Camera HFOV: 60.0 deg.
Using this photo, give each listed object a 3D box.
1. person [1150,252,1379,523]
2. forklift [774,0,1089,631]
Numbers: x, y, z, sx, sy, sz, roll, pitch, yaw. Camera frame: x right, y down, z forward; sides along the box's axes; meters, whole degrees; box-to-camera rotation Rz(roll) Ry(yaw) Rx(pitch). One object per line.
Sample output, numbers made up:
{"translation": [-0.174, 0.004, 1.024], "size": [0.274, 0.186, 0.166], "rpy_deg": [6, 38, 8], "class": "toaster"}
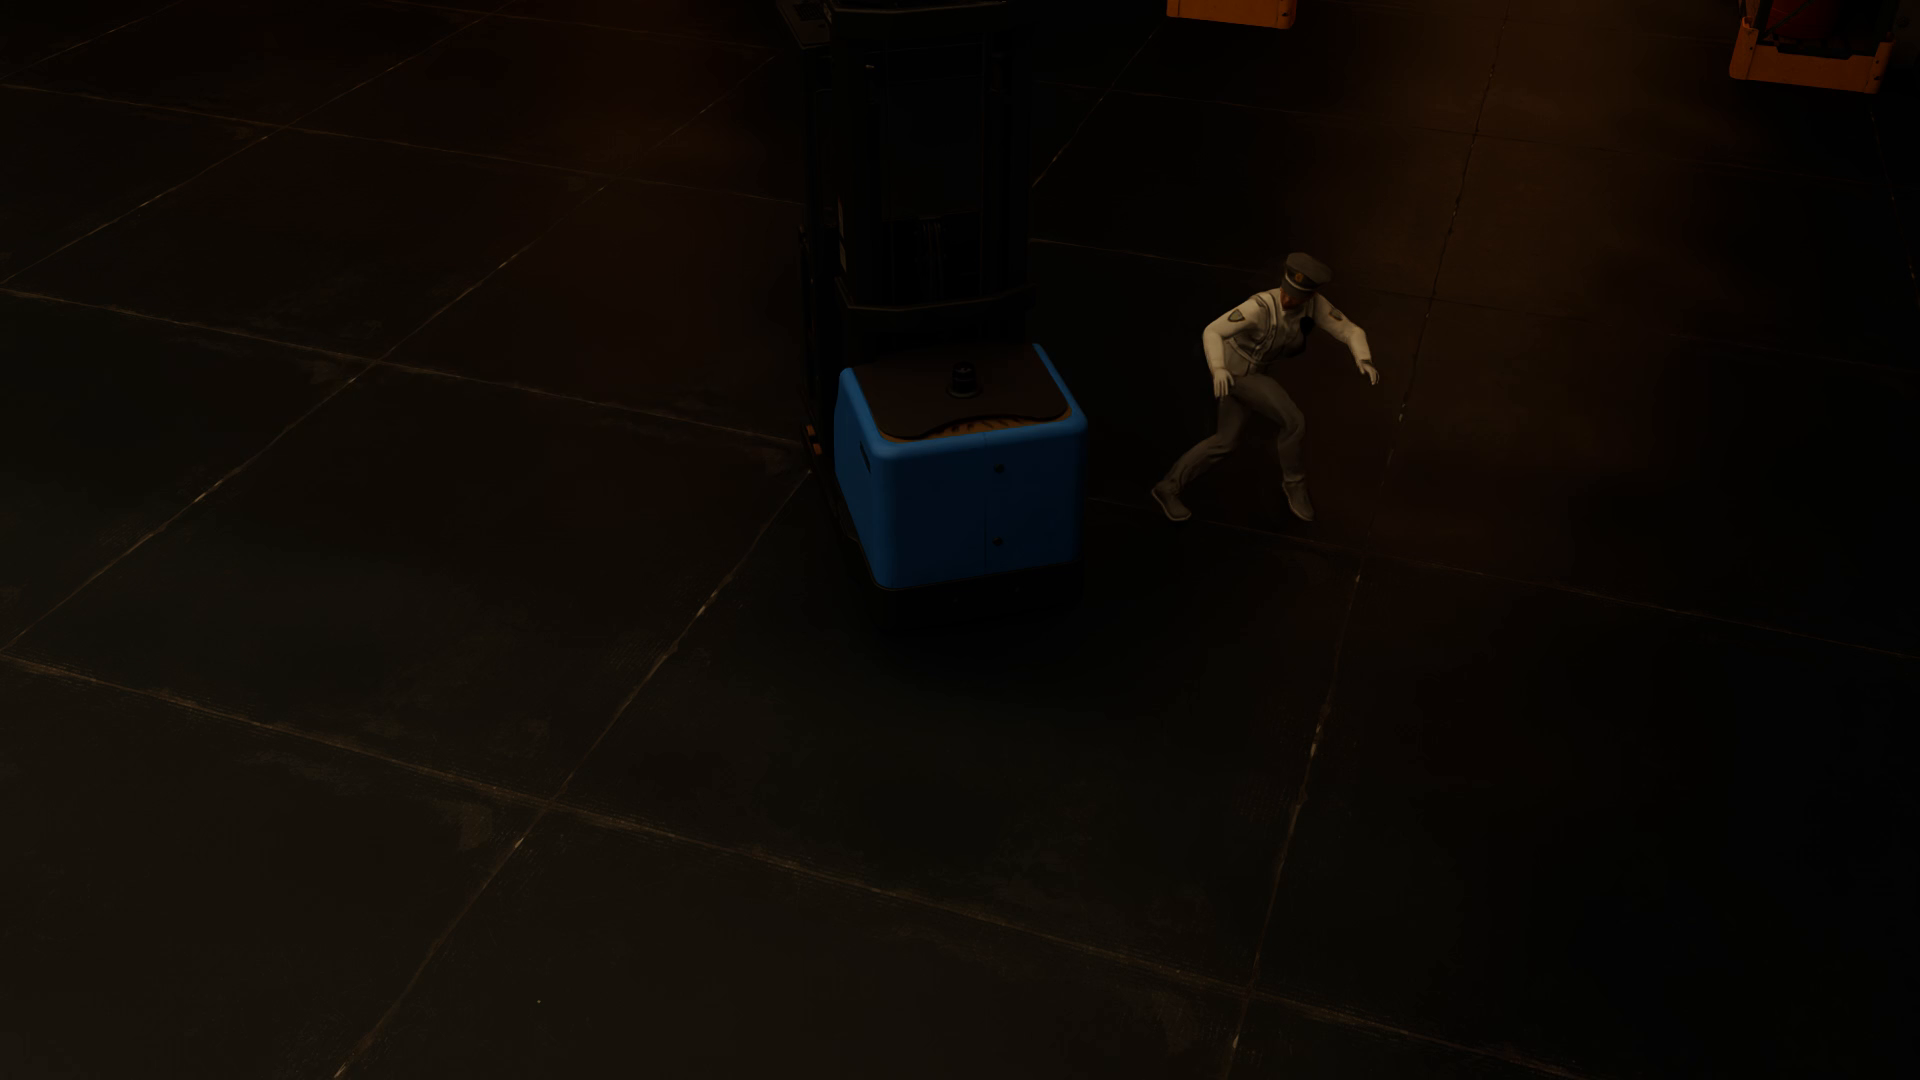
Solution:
{"translation": [1.578, -0.722, 8.432], "size": [0.963, 1.458, 0.889], "rpy_deg": [25, 42, 30], "class": "person"}
{"translation": [-0.266, -1.615, 8.389], "size": [1.130, 2.935, 3.031], "rpy_deg": [-9, 36, -12], "class": "forklift"}
